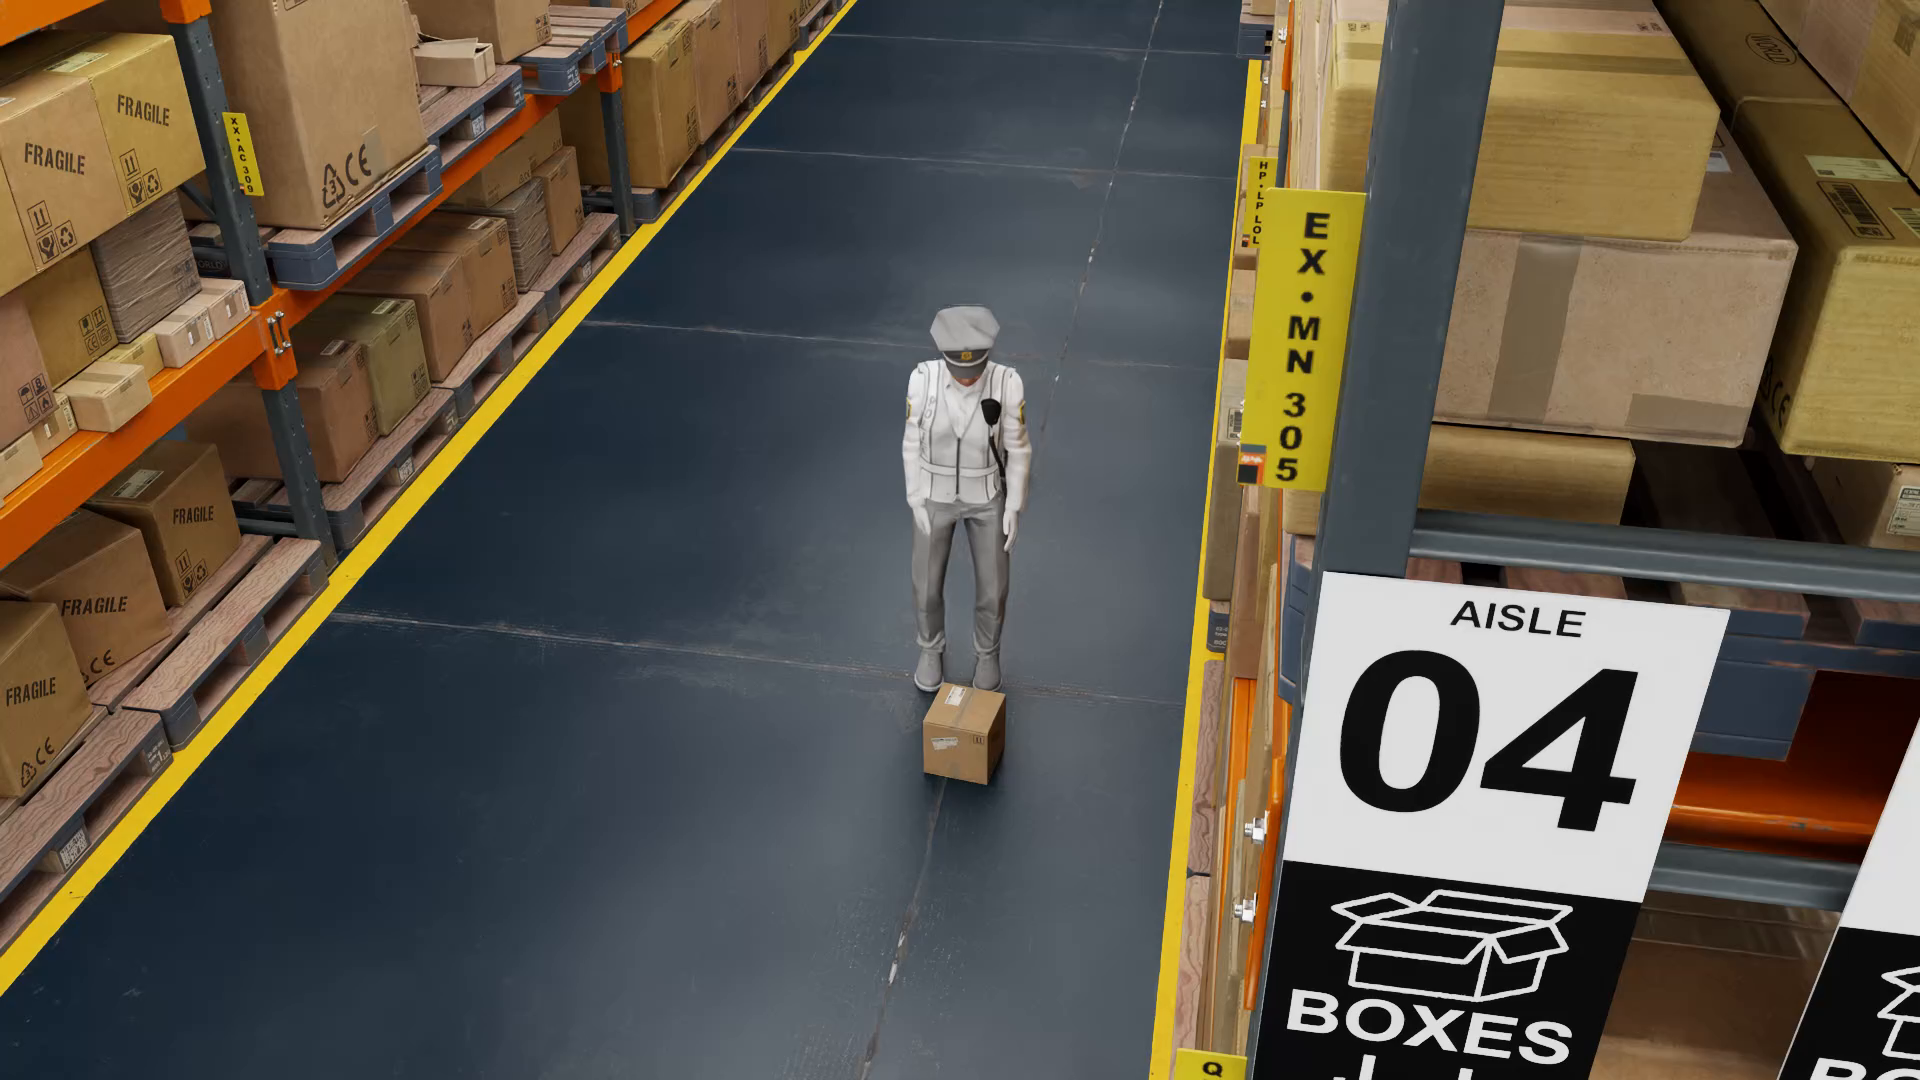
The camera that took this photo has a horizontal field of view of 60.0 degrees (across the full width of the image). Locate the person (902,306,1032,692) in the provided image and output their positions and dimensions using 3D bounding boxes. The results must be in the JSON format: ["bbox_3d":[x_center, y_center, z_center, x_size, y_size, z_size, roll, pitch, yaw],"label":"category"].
[{"bbox_3d":[0.024,-0.135,6.381,0.492,1.641,0.412,2,33,3],"label":"person"}]
